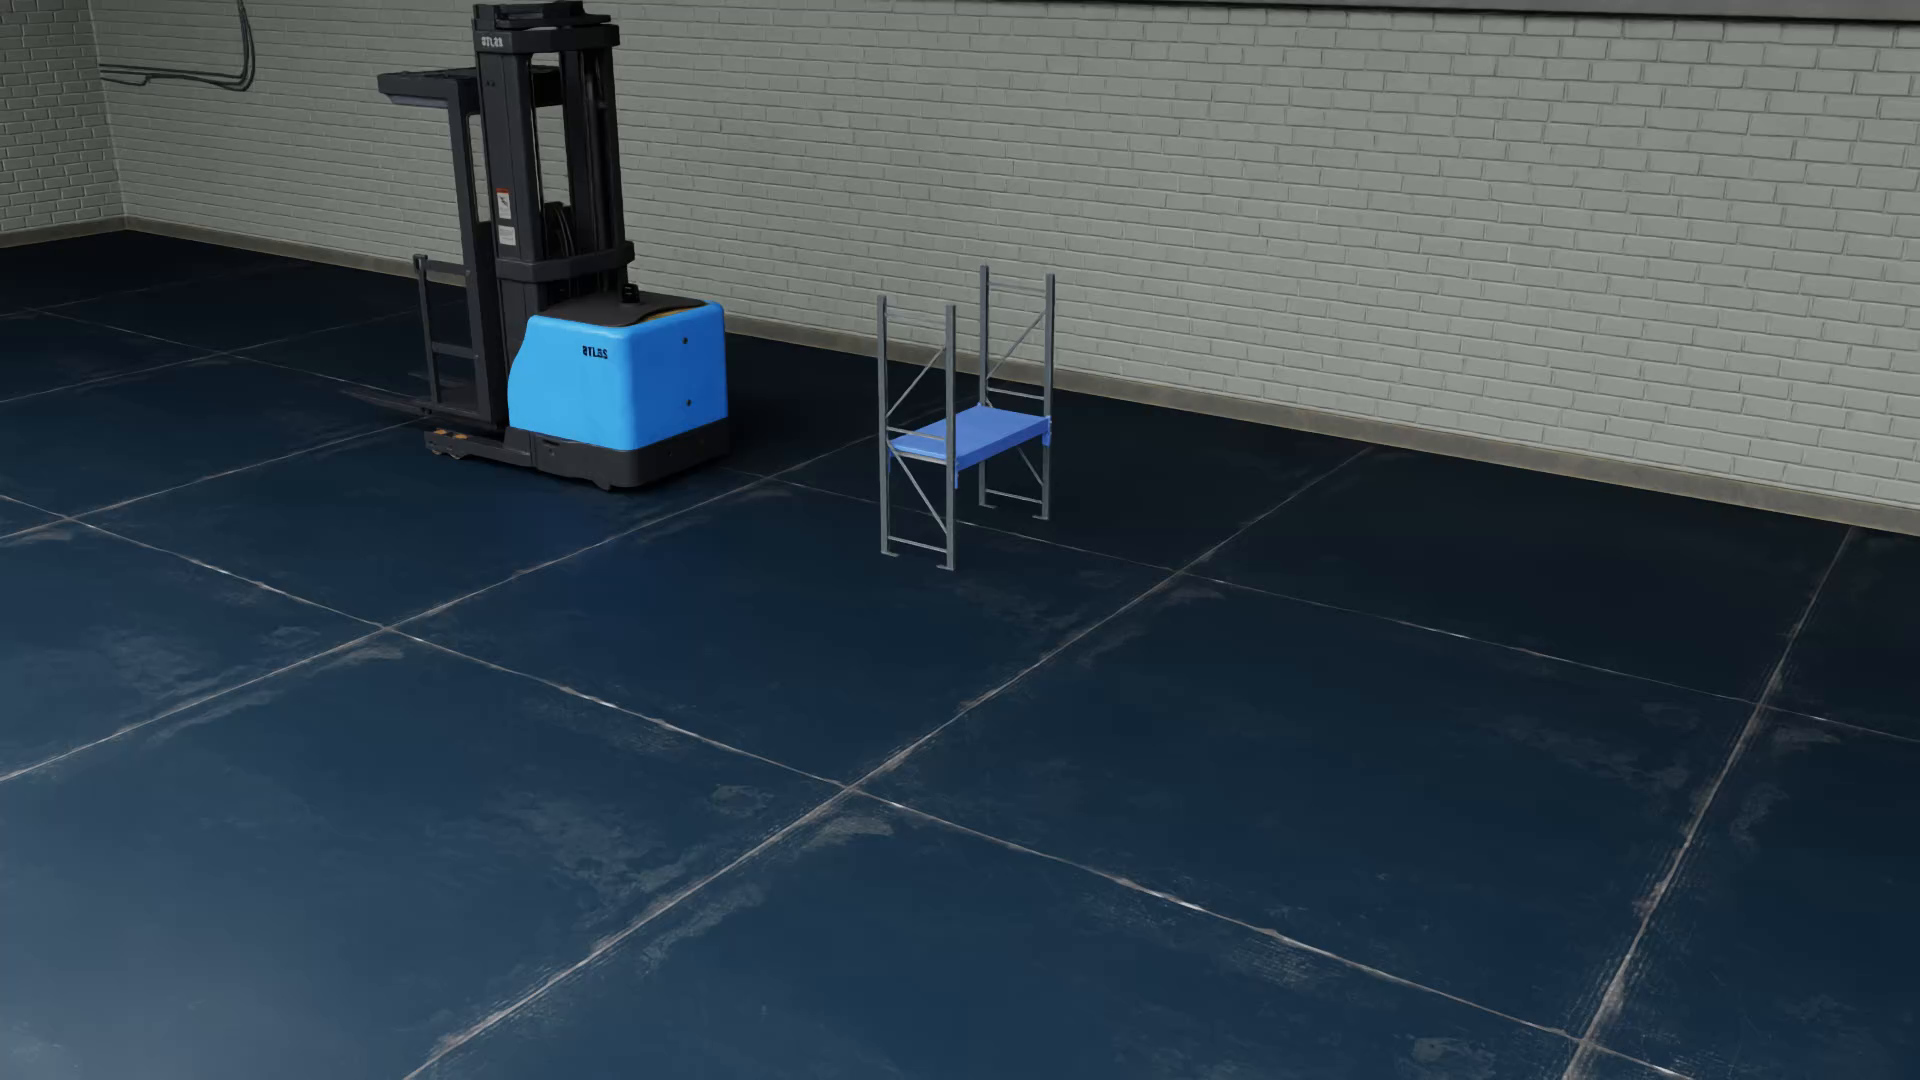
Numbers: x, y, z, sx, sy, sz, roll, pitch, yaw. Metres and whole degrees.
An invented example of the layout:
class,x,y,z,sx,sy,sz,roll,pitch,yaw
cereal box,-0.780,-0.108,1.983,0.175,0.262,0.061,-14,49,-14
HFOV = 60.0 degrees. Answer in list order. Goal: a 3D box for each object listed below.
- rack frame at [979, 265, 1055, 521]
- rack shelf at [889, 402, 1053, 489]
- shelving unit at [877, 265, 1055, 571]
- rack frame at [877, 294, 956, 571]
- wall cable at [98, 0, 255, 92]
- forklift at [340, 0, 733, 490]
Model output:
class,x,y,z,sx,sy,sz,roll,pitch,yaw
rack frame,0.334,-0.874,9.965,0.500,1.500,0.032,13,24,32
rack shelf,0.048,-0.559,9.633,0.538,0.185,1.000,13,24,32
shelving unit,0.048,-0.728,9.571,0.538,1.500,1.048,13,24,32
rack frame,-0.238,-0.582,9.177,0.500,1.500,0.032,13,24,32
wall cable,-8.696,-6.160,17.924,3.097,2.526,0.112,13,24,32
forklift,-3.045,-2.061,11.111,3.031,2.935,1.130,13,24,31
